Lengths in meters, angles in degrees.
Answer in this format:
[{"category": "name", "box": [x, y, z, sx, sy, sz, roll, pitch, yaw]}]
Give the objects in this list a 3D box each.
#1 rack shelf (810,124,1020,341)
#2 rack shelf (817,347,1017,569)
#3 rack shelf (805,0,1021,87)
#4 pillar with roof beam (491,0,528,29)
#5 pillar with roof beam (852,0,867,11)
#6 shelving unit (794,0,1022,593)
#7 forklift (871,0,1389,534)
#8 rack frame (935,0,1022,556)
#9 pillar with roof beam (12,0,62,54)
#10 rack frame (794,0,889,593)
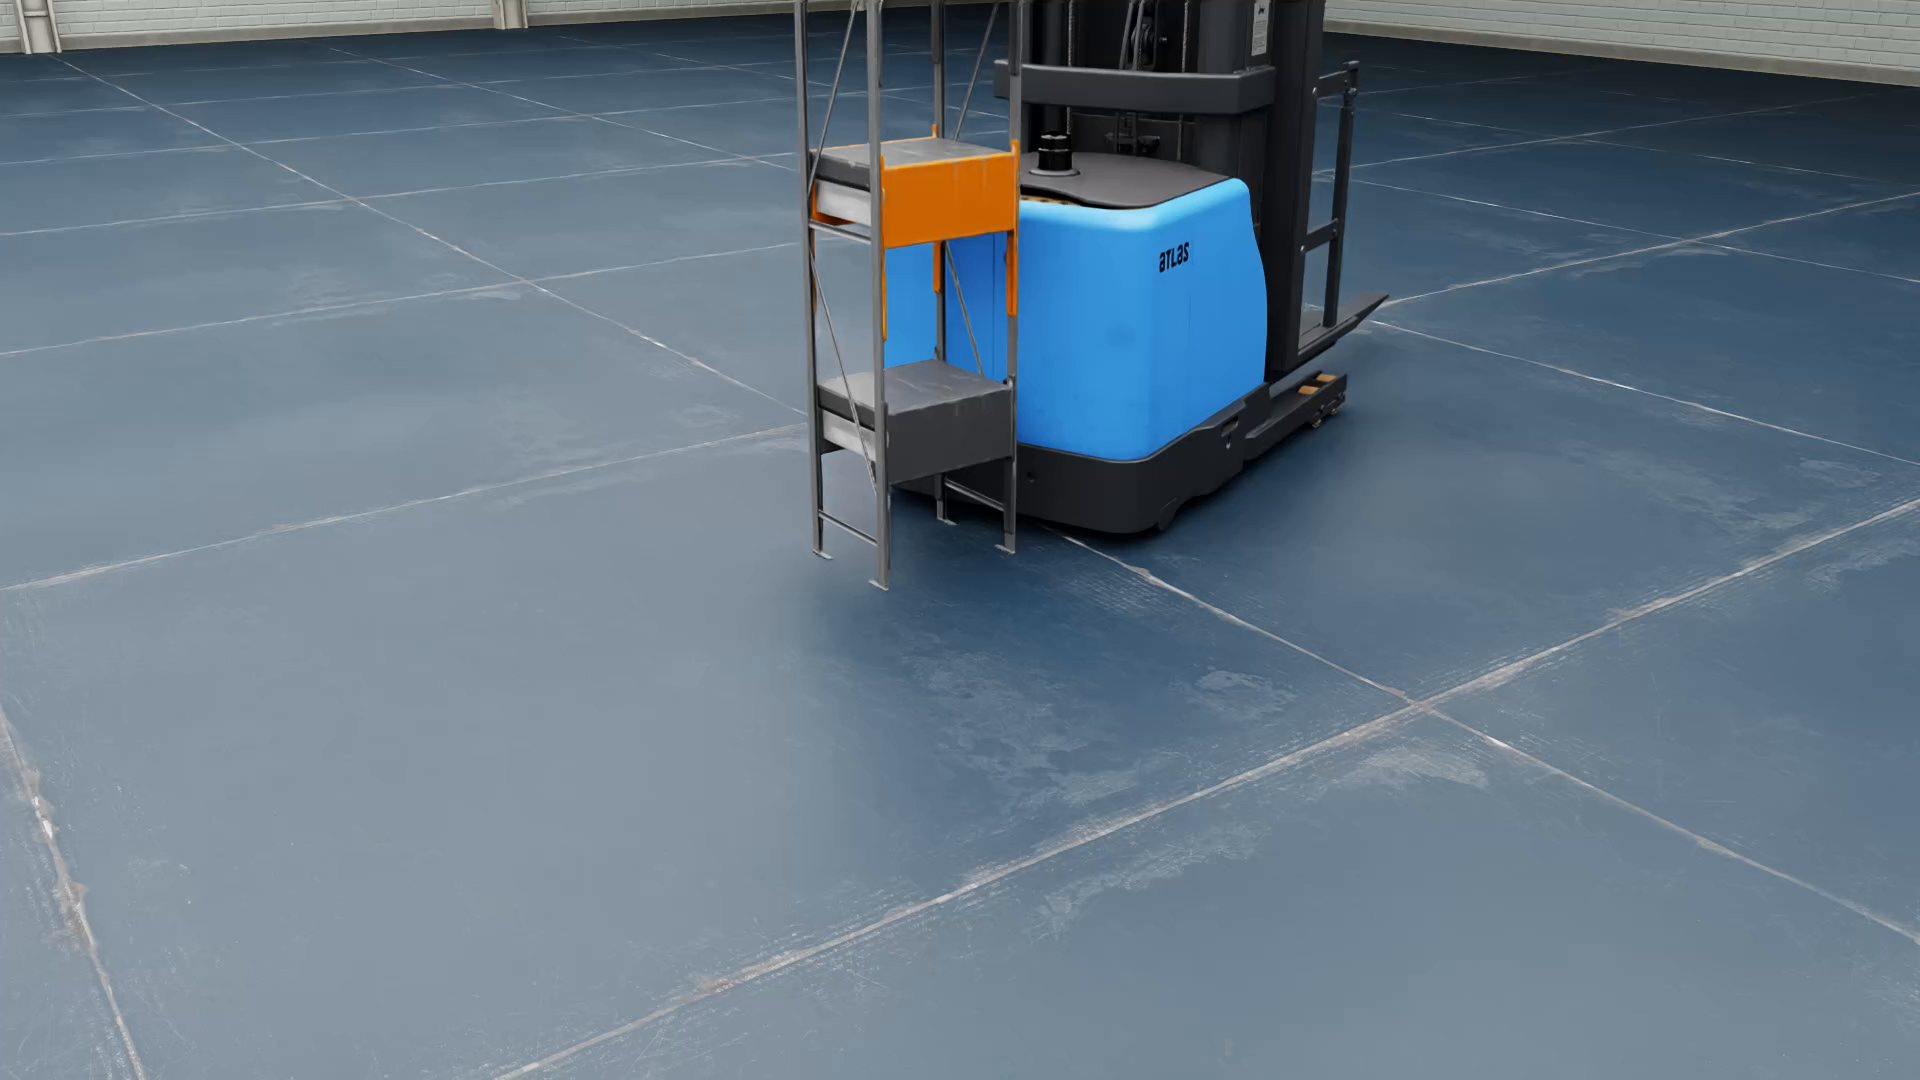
[{"category": "rack shelf", "box": [-0.146, -0.917, 4.899, 0.480, 0.518, 0.431, -16, 27, -34]}, {"category": "rack shelf", "box": [-0.146, -0.267, 5.158, 0.480, 0.518, 0.431, -16, 27, -34]}, {"category": "rack shelf", "box": [-0.146, -1.567, 4.639, 0.480, 0.518, 0.431, -16, 27, -34]}, {"category": "pillar with roof beam", "box": [-3.872, -10.168, 18.735, 0.400, 9.000, 9.100, -15, 26, -33]}, {"category": "pillar with roof beam", "box": [0.998, -11.466, 21.990, 0.400, 9.000, 9.100, -15, 26, -33]}, {"category": "shelving unit", "box": [-0.146, -0.930, 4.894, 0.503, 2.100, 0.431, -16, 27, -34]}, {"category": "forklift", "box": [0.892, -1.878, 6.149, 1.130, 2.935, 3.031, 13, 25, 29]}, {"category": "rack frame", "box": [0.049, -0.984, 5.030, 0.015, 2.100, 0.400, -16, 27, -34]}, {"category": "pillar with roof beam", "box": [-8.743, -8.869, 15.481, 0.400, 9.000, 9.100, -15, 26, -33]}, {"category": "rack frame", "box": [-0.341, -0.876, 4.757, 0.015, 2.100, 0.400, -16, 27, -34]}]
